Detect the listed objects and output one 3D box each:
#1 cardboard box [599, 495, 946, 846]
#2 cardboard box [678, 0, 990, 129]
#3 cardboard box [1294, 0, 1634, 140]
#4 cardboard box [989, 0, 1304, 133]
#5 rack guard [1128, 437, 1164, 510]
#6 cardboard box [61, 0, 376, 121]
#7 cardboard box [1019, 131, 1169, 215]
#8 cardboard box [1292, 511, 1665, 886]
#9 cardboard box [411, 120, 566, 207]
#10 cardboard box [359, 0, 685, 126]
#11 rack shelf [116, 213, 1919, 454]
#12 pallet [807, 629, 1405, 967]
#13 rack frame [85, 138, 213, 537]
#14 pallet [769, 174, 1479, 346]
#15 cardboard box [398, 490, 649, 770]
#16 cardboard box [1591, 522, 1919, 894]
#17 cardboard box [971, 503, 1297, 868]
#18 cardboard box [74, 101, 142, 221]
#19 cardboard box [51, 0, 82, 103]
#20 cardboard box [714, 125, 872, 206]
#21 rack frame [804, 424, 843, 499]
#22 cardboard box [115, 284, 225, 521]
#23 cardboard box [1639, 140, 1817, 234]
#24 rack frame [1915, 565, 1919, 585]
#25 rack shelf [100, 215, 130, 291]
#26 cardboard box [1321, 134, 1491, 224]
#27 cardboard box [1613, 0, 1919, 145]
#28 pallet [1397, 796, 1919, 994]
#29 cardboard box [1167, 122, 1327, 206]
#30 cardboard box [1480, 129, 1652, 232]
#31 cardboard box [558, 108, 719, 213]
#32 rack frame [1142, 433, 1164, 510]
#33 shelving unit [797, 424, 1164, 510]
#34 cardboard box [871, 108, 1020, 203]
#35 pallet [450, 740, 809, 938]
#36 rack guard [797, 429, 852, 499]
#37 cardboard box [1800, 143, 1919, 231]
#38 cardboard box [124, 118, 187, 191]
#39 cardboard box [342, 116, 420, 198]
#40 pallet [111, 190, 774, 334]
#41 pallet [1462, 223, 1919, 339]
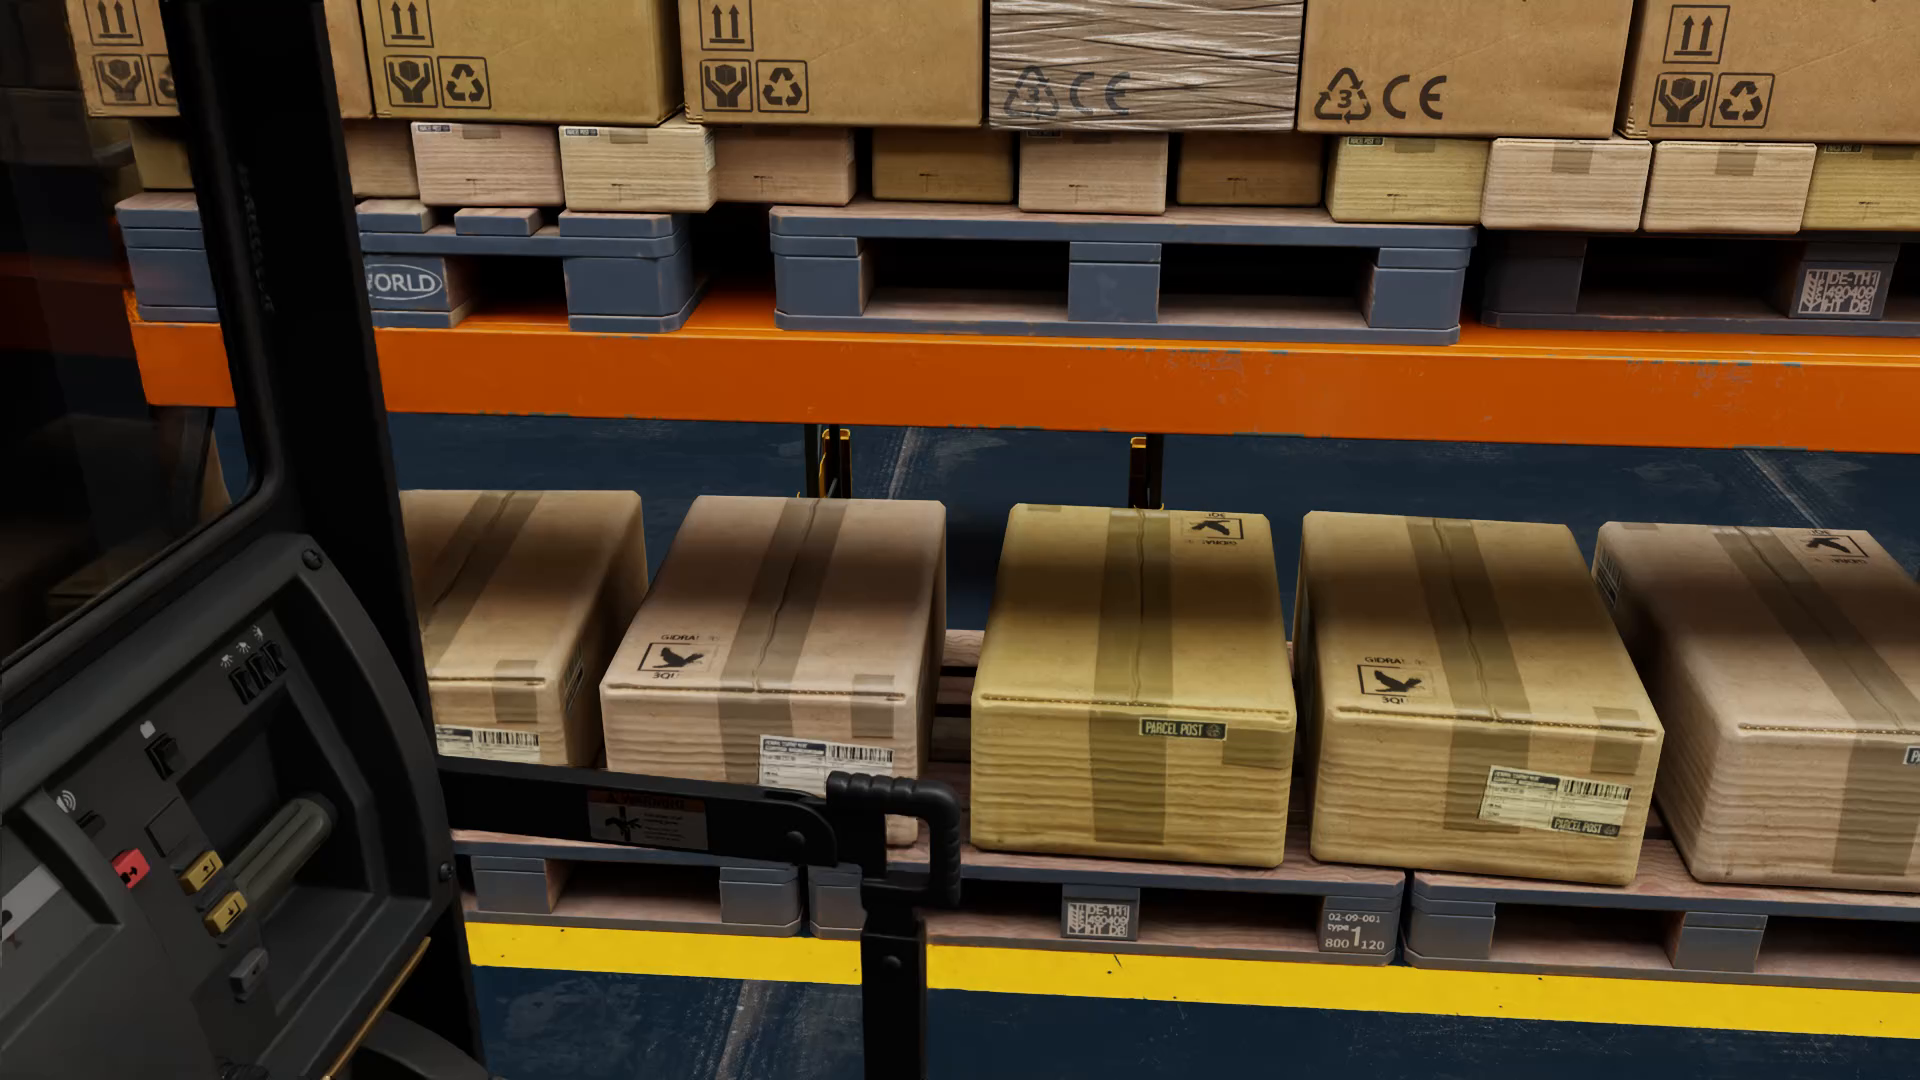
[{"bbox_3d":[-0.373,0.257,3.745,0.625,0.372,0.950,1,25,3],"label":"cardboard box"},{"bbox_3d":[-0.191,-1.021,2.903,0.500,0.500,0.500,2,25,5],"label":"cardboard box"},{"bbox_3d":[0.830,-0.986,2.825,0.500,0.500,0.500,3,25,6],"label":"cardboard box"},{"bbox_3d":[0.307,-1.002,2.861,0.500,0.500,0.500,1,25,2],"label":"cardboard box"},{"bbox_3d":[0.573,-0.095,5.158,0.087,0.250,0.587,2,25,4],"label":"rack guard"},{"bbox_3d":[-1.241,-1.049,2.964,0.500,0.500,0.500,1,25,3],"label":"cardboard box"},{"bbox_3d":[0.246,-0.706,2.993,0.250,0.149,0.380,3,25,6],"label":"cardboard box"},{"bbox_3d":[1.076,0.305,3.640,0.625,0.372,0.950,3,25,7],"label":"cardboard box"},{"bbox_3d":[-0.813,-0.726,3.038,0.250,0.149,0.380,0,25,1],"label":"cardboard box"},{"bbox_3d":[-0.721,-1.035,2.934,0.500,0.500,0.500,3,25,7],"label":"cardboard box"},{"bbox_3d":[0.322,-0.398,3.387,4.000,0.370,1.077,2,25,4],"label":"rack shelf"},{"bbox_3d":[0.320,0.544,3.816,1.213,0.211,1.003,2,25,4],"label":"pallet"},{"bbox_3d":[-1.672,-0.789,3.376,0.127,3.000,1.000,2,25,4],"label":"rack frame"},{"bbox_3d":[0.305,-0.655,3.315,1.213,0.211,1.003,2,25,4],"label":"pallet"},{"bbox_3d":[-1.109,0.237,3.789,0.625,0.372,0.950,0,25,0],"label":"cardboard box"},{"bbox_3d":[1.793,0.327,3.593,0.625,0.372,0.950,2,25,5],"label":"cardboard box"},{"bbox_3d":[0.383,0.283,3.687,0.625,0.372,0.950,3,25,6],"label":"cardboard box"},{"bbox_3d":[-2.141,-0.841,3.669,0.500,0.250,0.500,1,25,3],"label":"cardboard box"},{"bbox_3d":[-2.158,-1.067,3.561,0.500,0.250,0.500,2,25,4],"label":"cardboard box"},{"bbox_3d":[-0.294,-0.734,3.054,0.250,0.149,0.380,3,25,7],"label":"cardboard box"},{"bbox_3d":[-0.422,-0.695,4.966,0.032,1.500,0.500,2,25,4],"label":"rack frame"},{"bbox_3d":[-2.354,-0.071,3.855,0.875,0.875,0.875,2,25,4],"label":"cardboard box"},{"bbox_3d":[1.261,-0.648,2.868,0.250,0.149,0.380,1,25,3],"label":"cardboard box"},{"bbox_3d":[2.316,-0.661,3.097,0.127,3.000,1.000,2,25,4],"label":"rack frame"},{"bbox_3d":[-3.666,-0.526,3.665,4.000,0.370,1.077,2,25,4],"label":"rack shelf"},{"bbox_3d":[0.766,-0.677,2.932,0.250,0.149,0.380,2,25,4],"label":"cardboard box"},{"bbox_3d":[1.344,-0.966,2.784,0.500,0.500,0.500,2,25,4],"label":"cardboard box"},{"bbox_3d":[1.540,0.582,3.733,1.213,0.211,1.003,2,25,4],"label":"pallet"},{"bbox_3d":[0.511,-0.729,3.043,0.250,0.149,0.380,1,25,2],"label":"cardboard box"},{"bbox_3d":[1.007,-0.654,2.882,0.250,0.149,0.380,2,25,4],"label":"cardboard box"},{"bbox_3d":[-0.541,-0.709,3.001,0.250,0.149,0.380,2,25,4],"label":"cardboard box"},{"bbox_3d":[0.592,-0.662,4.895,0.032,1.500,0.500,2,25,4],"label":"rack frame"},{"bbox_3d":[0.076,-0.679,4.931,1.083,1.500,0.587,2,25,4],"label":"shelving unit"},{"bbox_3d":[-0.010,-0.741,3.070,0.250,0.149,0.380,3,25,6],"label":"cardboard box"},{"bbox_3d":[-0.893,0.504,3.903,1.213,0.211,1.003,2,25,4],"label":"pallet"},{"bbox_3d":[-0.421,-0.127,5.227,0.087,0.250,0.587,2,25,4],"label":"rack guard"},{"bbox_3d":[1.521,-0.655,2.882,0.250,0.149,0.380,1,25,2],"label":"cardboard box"},{"bbox_3d":[-1.362,-0.777,3.149,0.250,0.149,0.380,0,25,1],"label":"cardboard box"},{"bbox_3d":[-1.083,-0.754,3.099,0.250,0.149,0.380,0,25,1],"label":"cardboard box"},{"bbox_3d":[-0.953,-0.723,3.463,1.003,0.211,1.213,2,25,4],"label":"pallet"},{"bbox_3d":[1.566,-0.659,3.322,1.213,0.211,1.003,2,25,4],"label":"pallet"}]
